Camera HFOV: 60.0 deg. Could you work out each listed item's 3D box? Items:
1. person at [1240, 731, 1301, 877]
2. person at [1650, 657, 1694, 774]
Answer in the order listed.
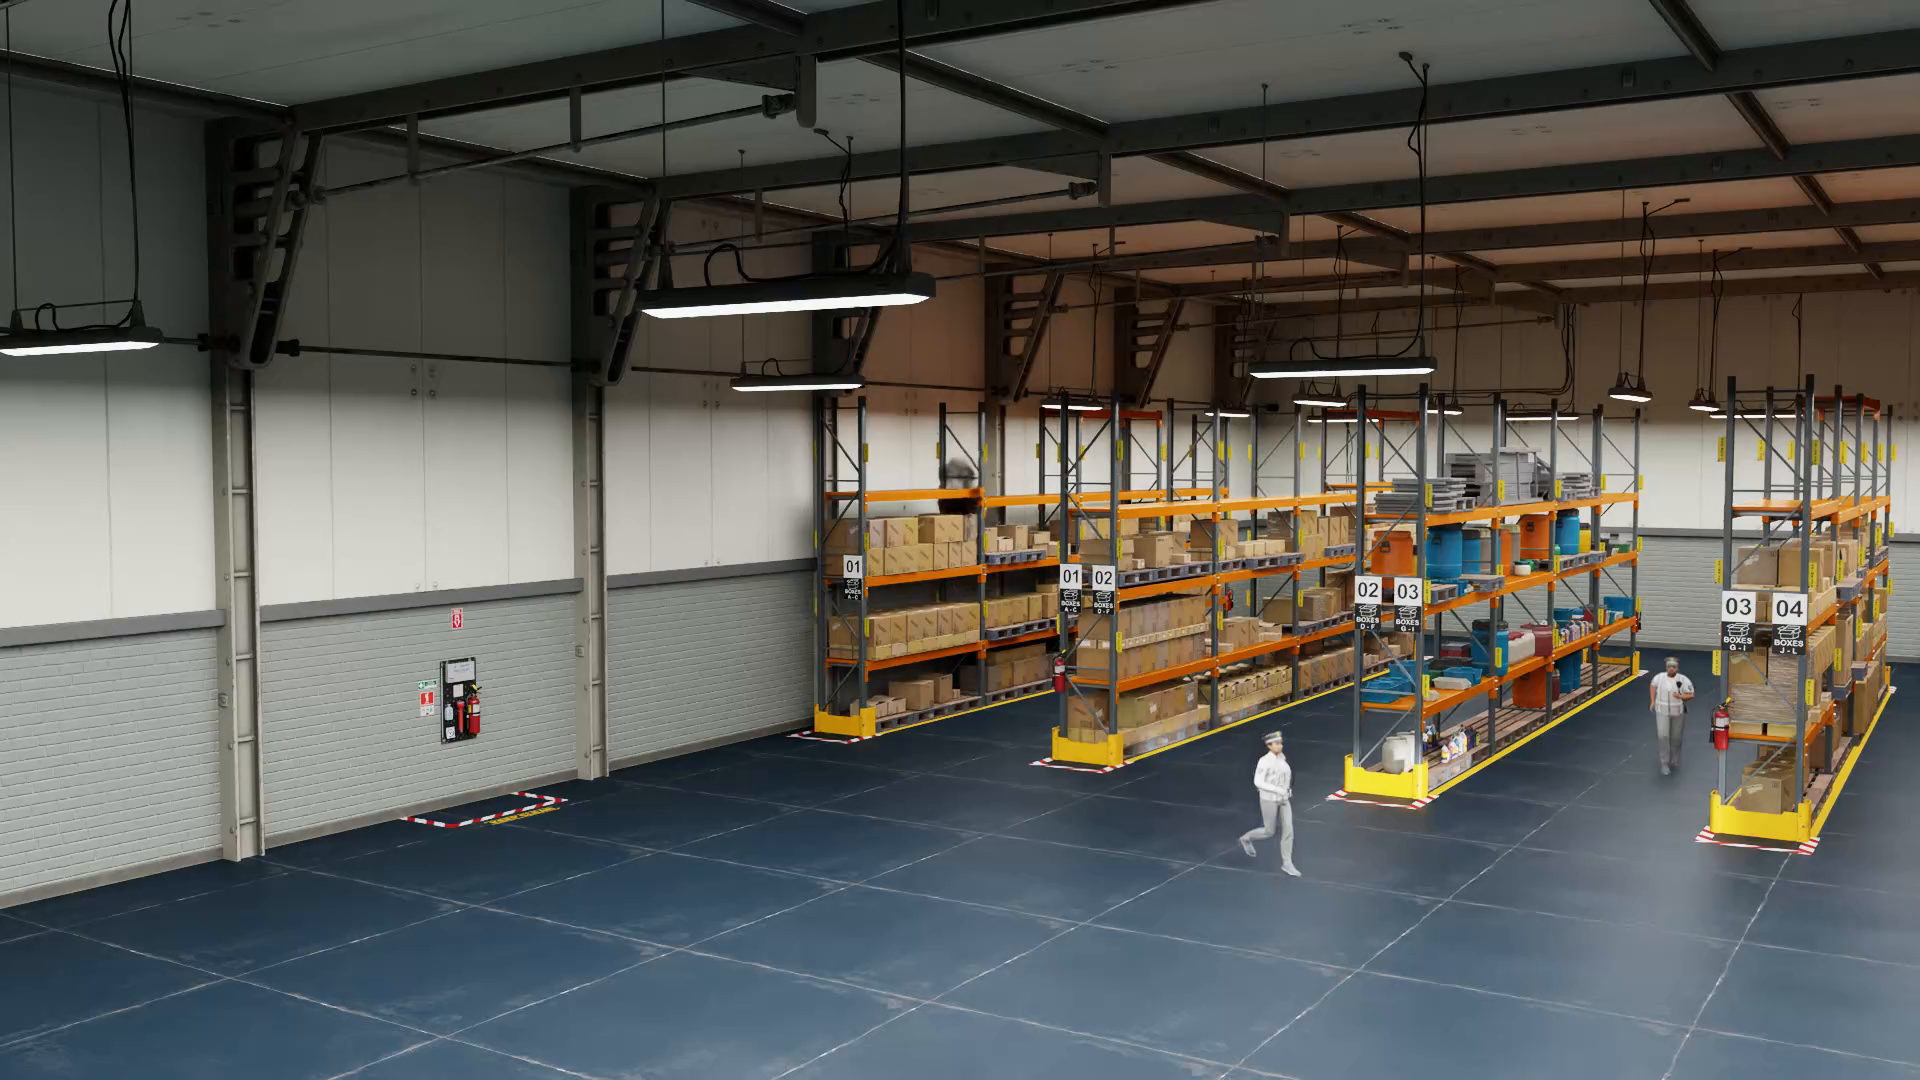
[{"bbox_3d":[3.741,3.126,19.907,0.613,1.689,0.882,-2,4,-37],"label":"person"},{"bbox_3d":[11.182,2.719,26.135,0.652,1.791,0.949,1,3,26],"label":"person"}]
